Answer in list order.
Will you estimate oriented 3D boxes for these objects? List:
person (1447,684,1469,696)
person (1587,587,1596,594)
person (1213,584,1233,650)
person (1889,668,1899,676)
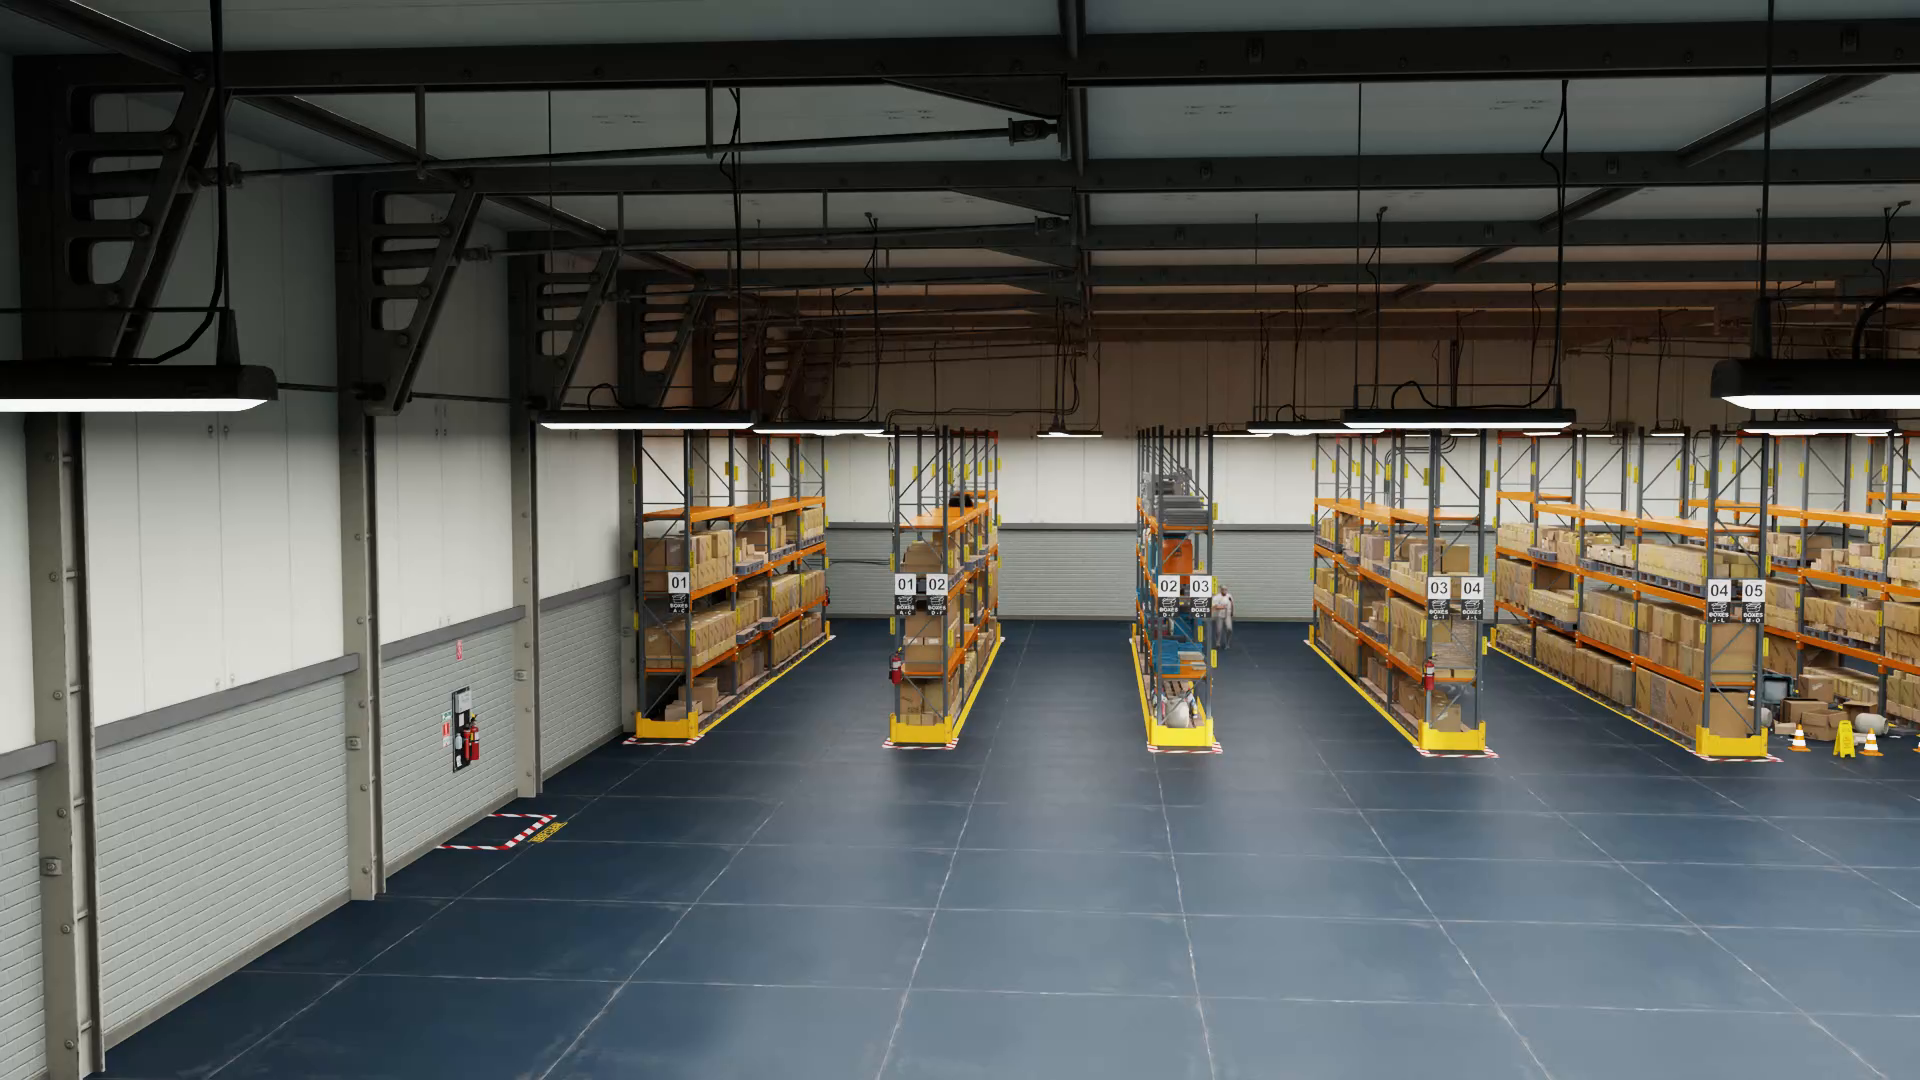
[{"bbox_3d":[11.277,2.632,37.340,0.654,1.703,0.707,1,3,11],"label":"person"},{"bbox_3d":[17.774,2.140,46.486,0.731,1.648,0.651,0,3,7],"label":"person"},{"bbox_3d":[7.220,2.115,45.535,0.646,1.838,0.852,-1,3,-8],"label":"person"},{"bbox_3d":[22.619,2.479,39.747,0.655,1.699,0.905,-1,3,-10],"label":"person"}]
